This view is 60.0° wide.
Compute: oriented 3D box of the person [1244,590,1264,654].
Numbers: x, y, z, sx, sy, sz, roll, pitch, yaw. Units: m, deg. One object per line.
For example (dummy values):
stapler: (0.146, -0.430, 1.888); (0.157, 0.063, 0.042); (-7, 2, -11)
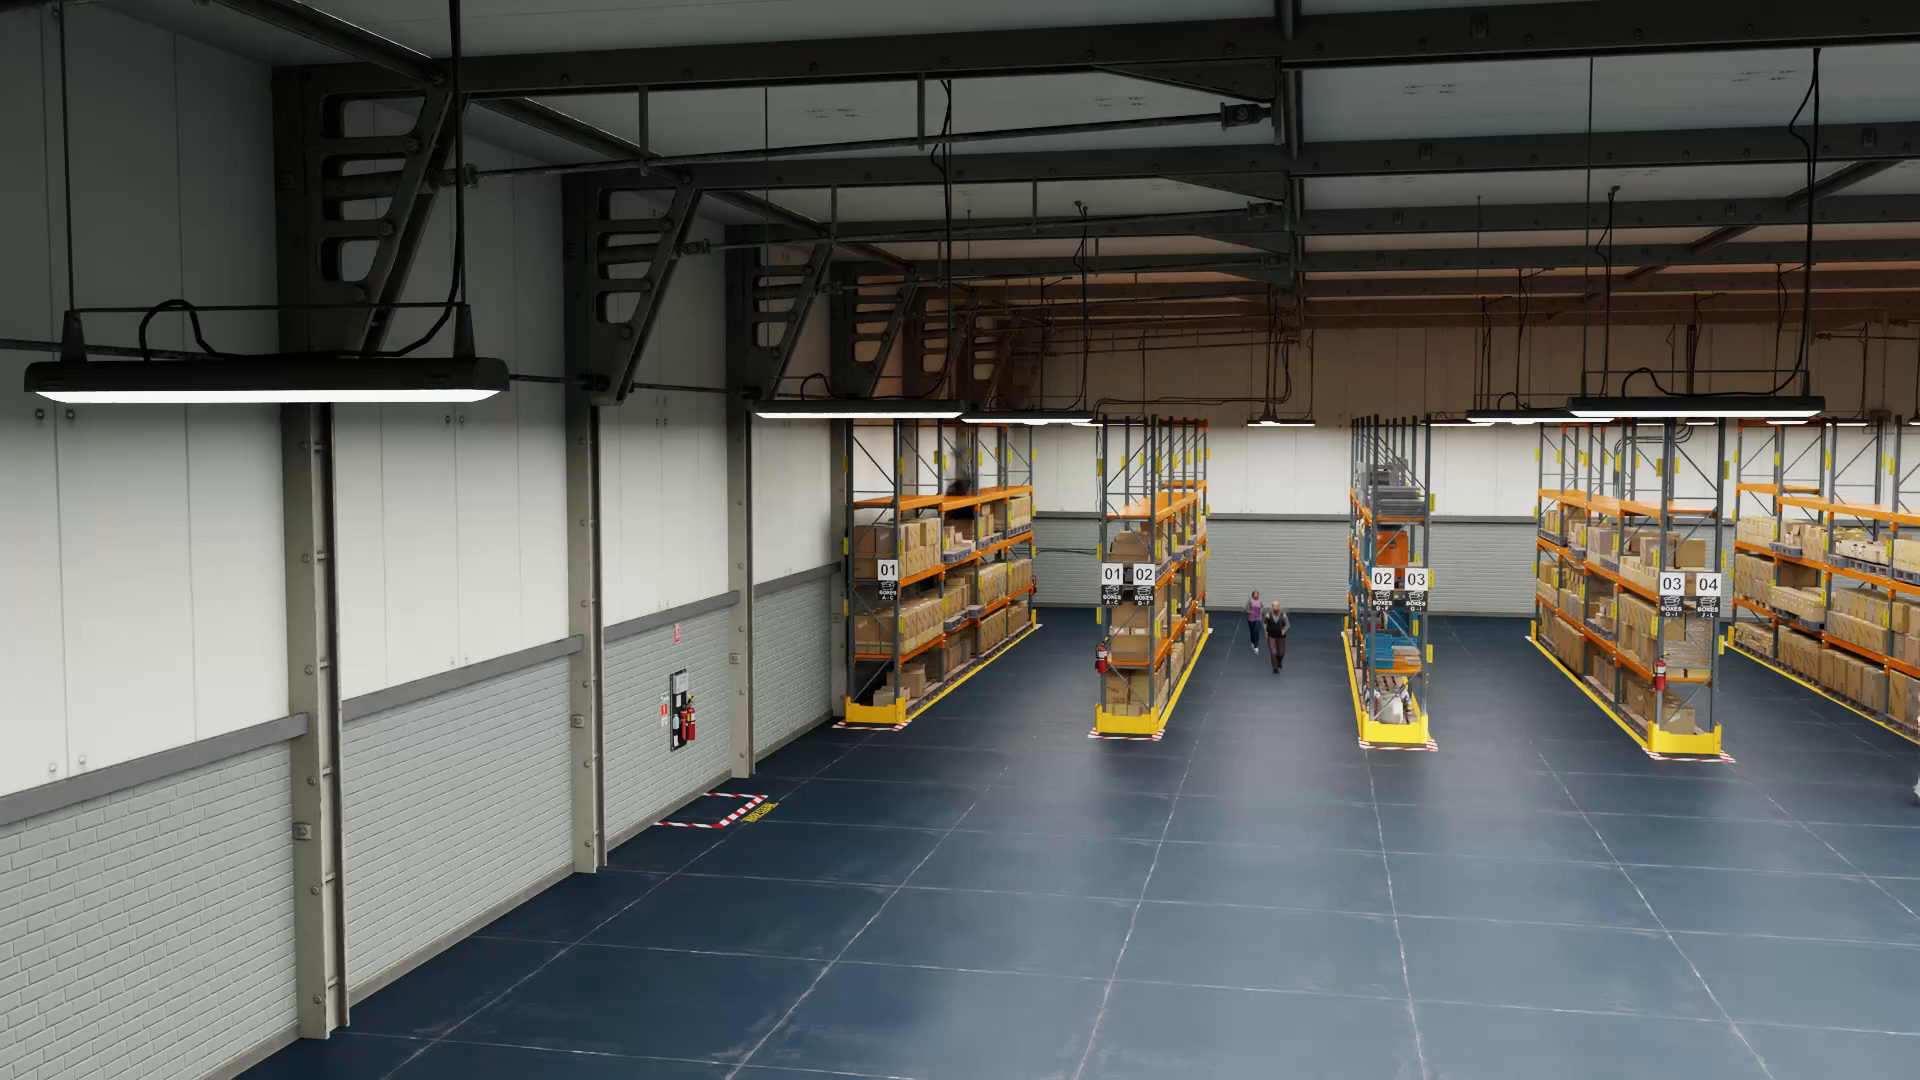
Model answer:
person: (7.558, 2.089, 42.771); (0.527, 1.586, 0.818); (0, 4, 3)

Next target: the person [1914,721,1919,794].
person: (14.843, 3.155, 25.051); (0.685, 1.806, 0.871); (-3, 5, -40)

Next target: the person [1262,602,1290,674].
person: (7.404, 2.286, 39.004); (0.652, 1.678, 0.640); (1, 4, 8)
